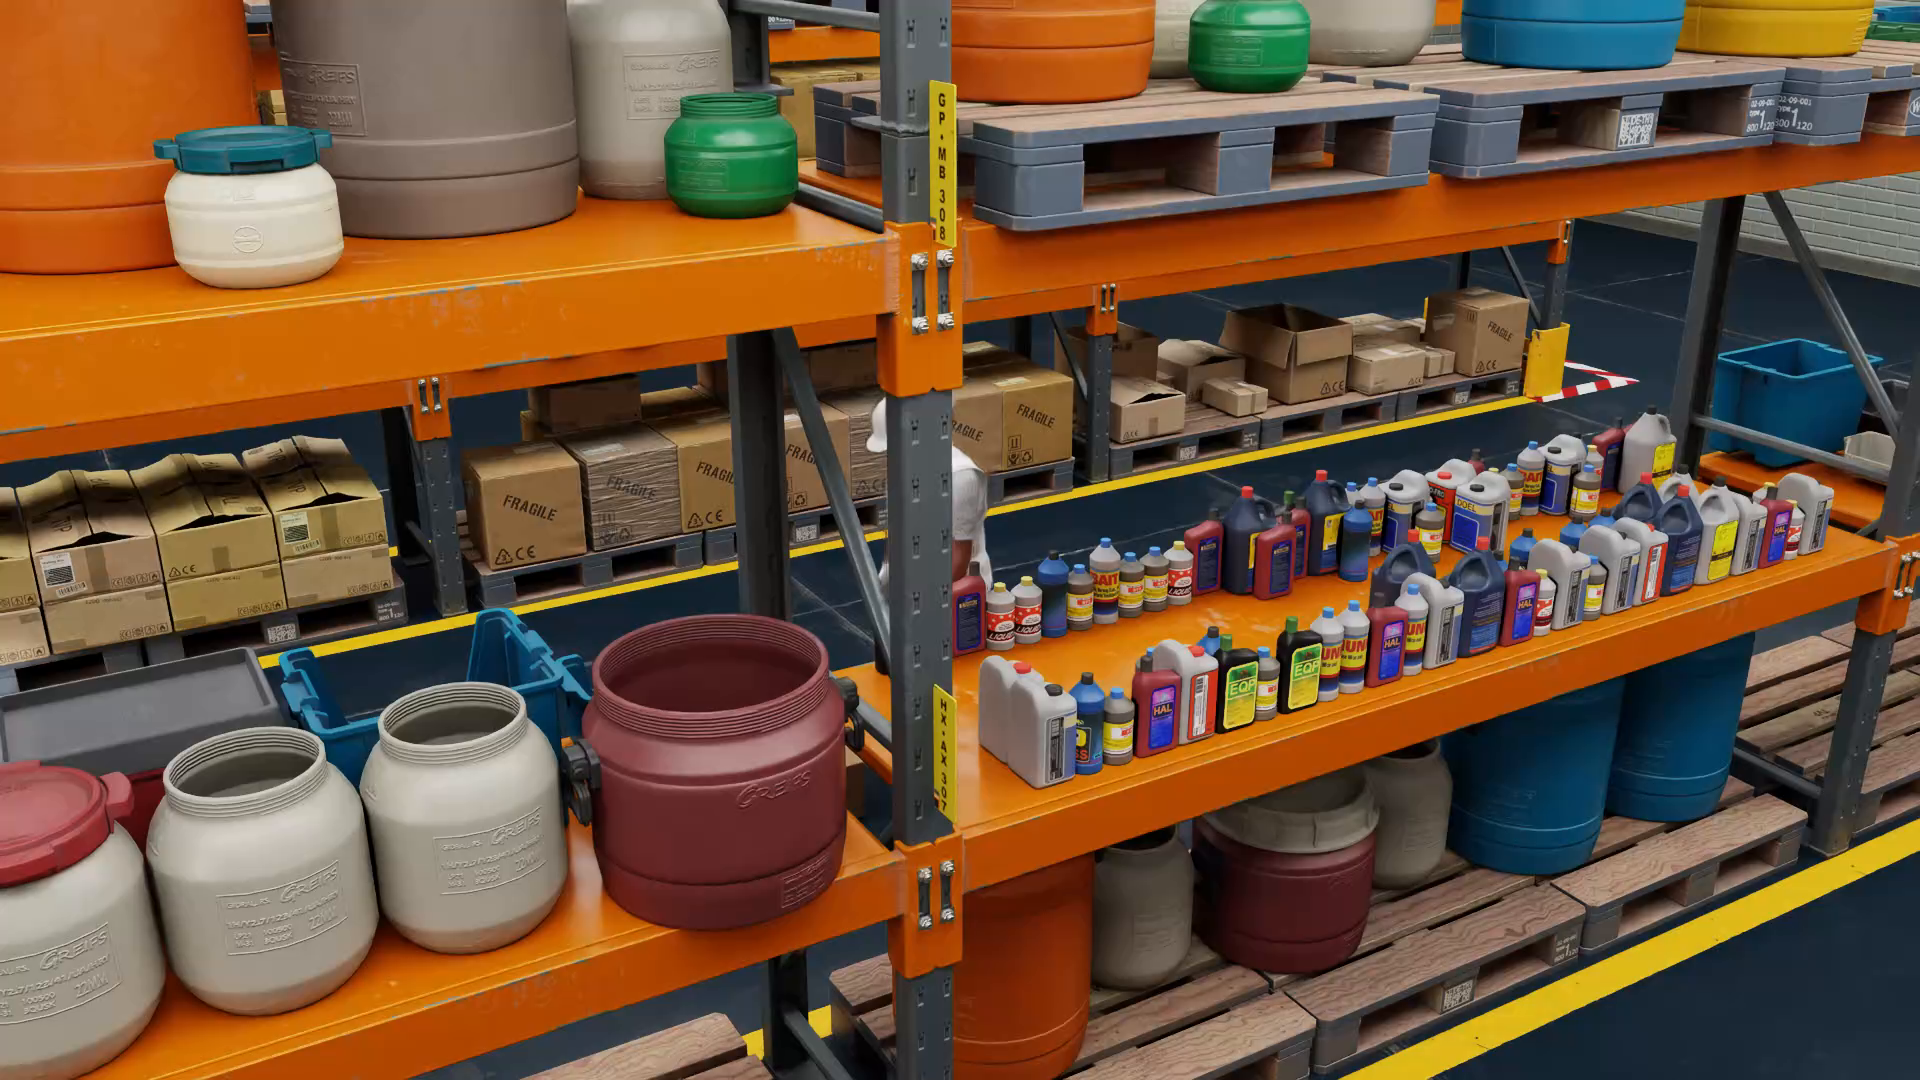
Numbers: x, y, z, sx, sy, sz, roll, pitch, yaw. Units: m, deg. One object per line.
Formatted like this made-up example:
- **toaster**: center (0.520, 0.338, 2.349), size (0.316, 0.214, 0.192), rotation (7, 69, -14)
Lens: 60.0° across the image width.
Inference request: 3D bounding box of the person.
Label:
- **person**: center (-0.124, 0.220, 6.607), size (0.497, 1.709, 0.580), rotation (-11, 24, -26)
